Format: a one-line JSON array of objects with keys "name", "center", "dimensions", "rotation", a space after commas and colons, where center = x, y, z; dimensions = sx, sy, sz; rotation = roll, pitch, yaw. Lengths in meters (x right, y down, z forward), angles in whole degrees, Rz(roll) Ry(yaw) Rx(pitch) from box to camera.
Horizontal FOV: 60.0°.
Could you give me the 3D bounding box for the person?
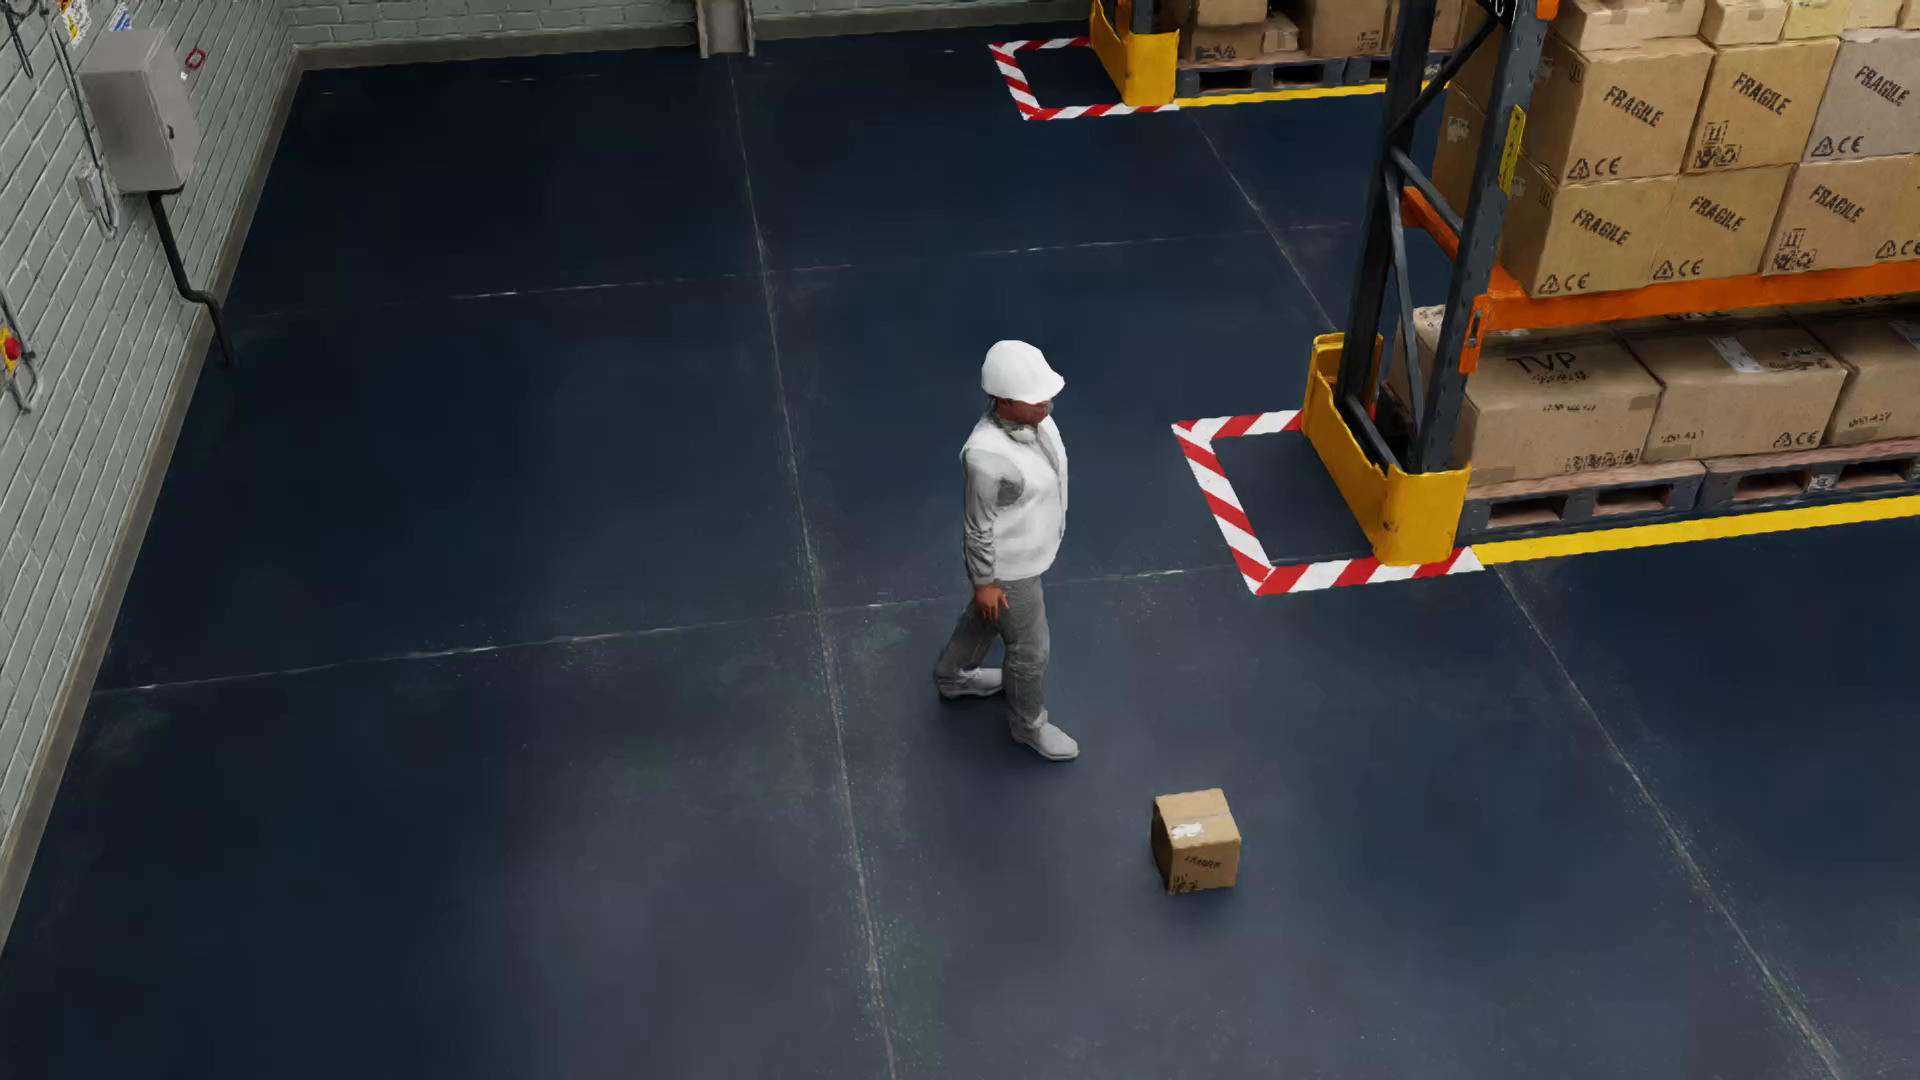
[{"name": "person", "center": [0.191, 0.023, 6.099], "dimensions": [0.638, 1.776, 0.560], "rotation": [10, 40, 13]}]
